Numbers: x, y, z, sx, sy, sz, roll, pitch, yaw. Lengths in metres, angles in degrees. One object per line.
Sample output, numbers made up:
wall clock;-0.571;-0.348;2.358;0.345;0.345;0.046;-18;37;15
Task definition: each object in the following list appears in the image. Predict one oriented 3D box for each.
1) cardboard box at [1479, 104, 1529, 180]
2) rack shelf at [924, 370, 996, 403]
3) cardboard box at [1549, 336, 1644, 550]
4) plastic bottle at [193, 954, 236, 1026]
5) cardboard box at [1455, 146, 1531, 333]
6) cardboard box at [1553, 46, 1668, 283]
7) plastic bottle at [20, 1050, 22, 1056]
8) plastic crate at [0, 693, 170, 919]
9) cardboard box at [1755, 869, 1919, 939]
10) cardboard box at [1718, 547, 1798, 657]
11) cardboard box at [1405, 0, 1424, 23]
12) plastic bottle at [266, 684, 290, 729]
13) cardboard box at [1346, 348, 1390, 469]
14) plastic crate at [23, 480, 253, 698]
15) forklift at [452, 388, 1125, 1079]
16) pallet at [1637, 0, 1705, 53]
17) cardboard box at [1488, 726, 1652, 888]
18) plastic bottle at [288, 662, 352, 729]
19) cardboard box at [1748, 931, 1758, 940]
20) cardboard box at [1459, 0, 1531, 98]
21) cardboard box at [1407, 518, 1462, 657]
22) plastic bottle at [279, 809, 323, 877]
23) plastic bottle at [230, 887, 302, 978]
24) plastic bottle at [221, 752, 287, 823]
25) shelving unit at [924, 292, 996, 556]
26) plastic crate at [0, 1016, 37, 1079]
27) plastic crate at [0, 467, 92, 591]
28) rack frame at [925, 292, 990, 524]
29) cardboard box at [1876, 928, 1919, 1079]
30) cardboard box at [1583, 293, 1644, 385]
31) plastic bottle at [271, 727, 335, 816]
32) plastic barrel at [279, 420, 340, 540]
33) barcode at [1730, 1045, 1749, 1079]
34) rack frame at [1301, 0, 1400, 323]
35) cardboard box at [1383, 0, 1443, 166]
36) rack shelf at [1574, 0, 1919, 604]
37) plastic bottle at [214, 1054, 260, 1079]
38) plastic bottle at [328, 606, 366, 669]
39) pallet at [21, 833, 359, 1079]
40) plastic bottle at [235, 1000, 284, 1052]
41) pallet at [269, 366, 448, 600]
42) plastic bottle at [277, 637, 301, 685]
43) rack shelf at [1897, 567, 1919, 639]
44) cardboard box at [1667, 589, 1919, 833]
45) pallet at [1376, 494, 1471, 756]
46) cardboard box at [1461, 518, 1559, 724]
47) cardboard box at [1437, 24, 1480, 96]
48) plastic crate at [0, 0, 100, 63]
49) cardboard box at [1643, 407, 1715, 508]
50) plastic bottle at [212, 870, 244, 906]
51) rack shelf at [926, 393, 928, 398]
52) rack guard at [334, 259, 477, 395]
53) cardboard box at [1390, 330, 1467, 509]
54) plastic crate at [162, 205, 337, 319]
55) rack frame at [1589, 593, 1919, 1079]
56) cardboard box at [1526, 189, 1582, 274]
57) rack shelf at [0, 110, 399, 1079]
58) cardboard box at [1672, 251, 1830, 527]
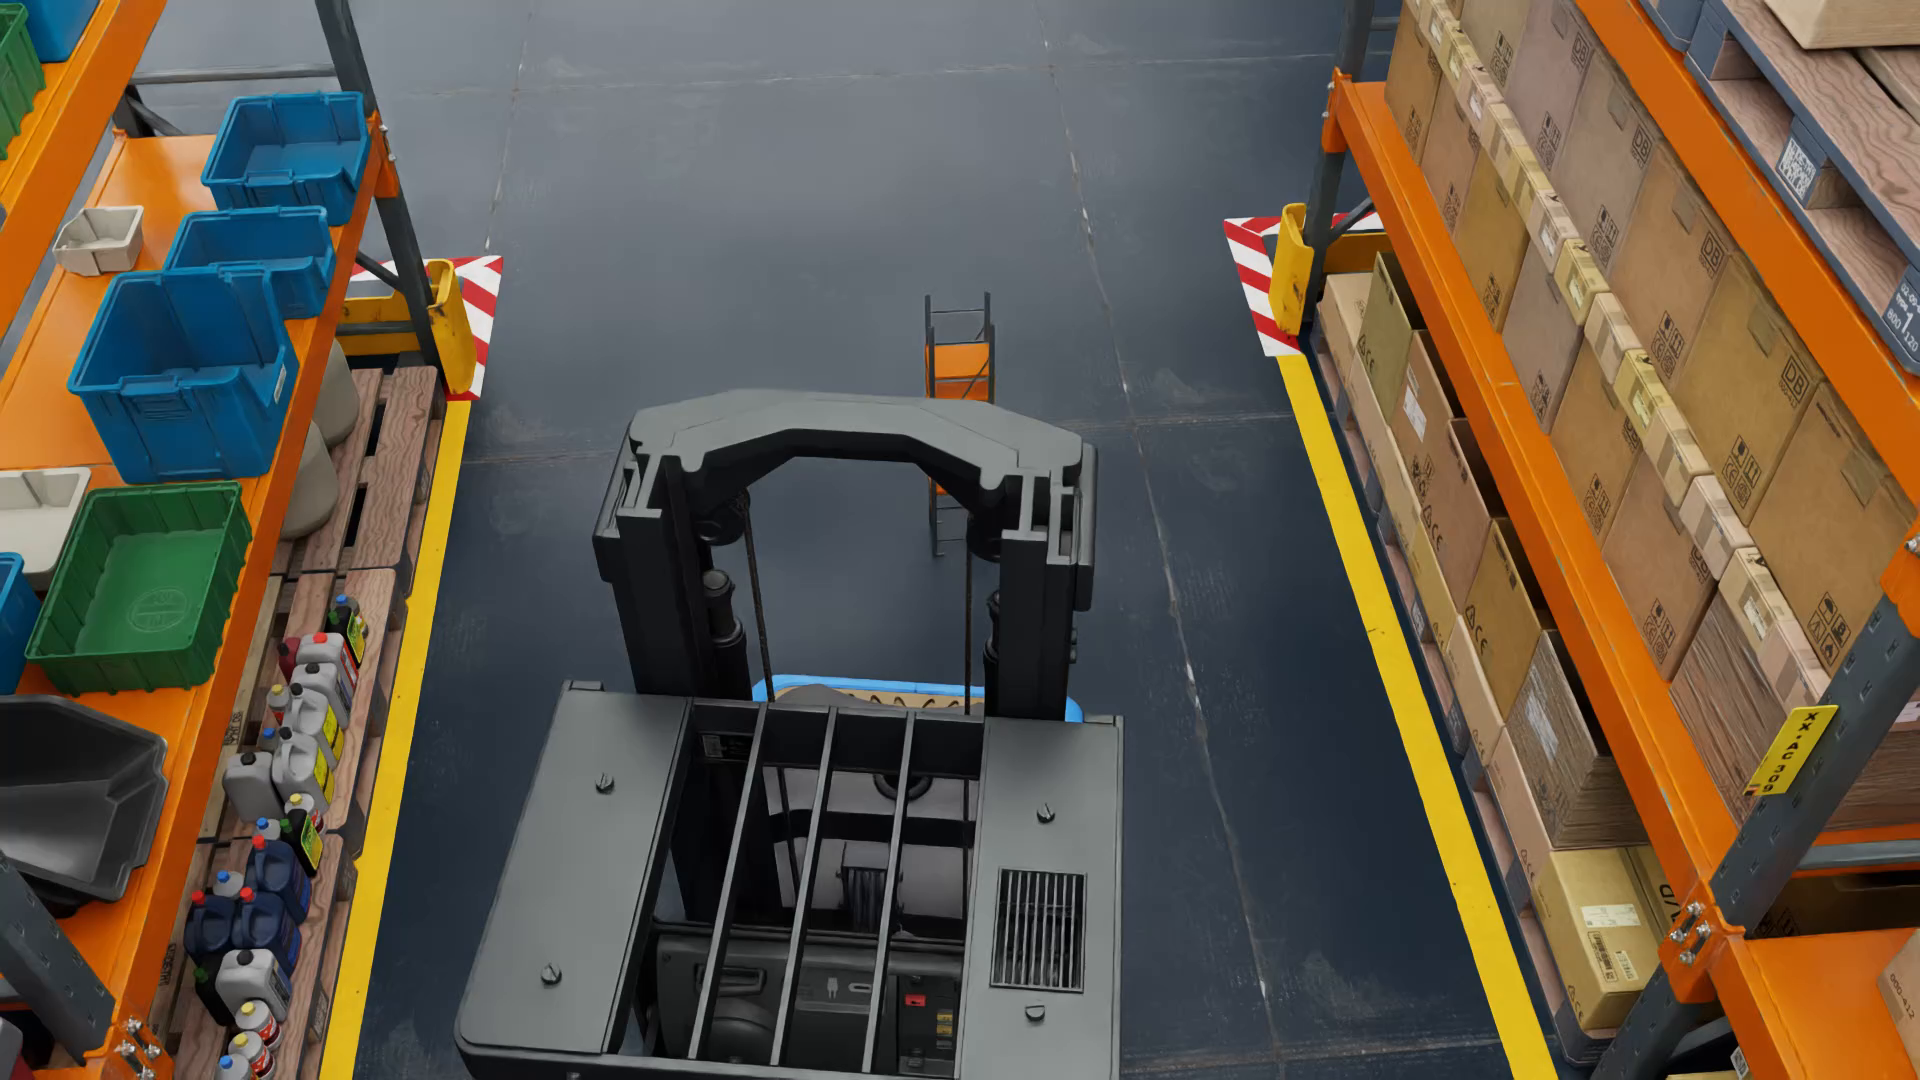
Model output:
cardboard box;1.980;-1.344;5.577;0.380;0.149;0.250;-5;47;-5
rack shelf;-0.001;-0.558;6.319;0.258;0.103;0.180;-3;47;-3
cardboard box;2.276;-0.335;5.069;0.700;0.500;0.500;-3;47;-3
plastic bottle;-2.278;1.363;5.098;0.061;0.283;0.133;-3;47;-3
cardboard box;2.184;-1.086;5.781;0.700;0.500;0.500;-3;47;-3
cardboard box;2.239;-1.126;4.925;0.700;0.500;0.500;-3;47;-3
plastic bottle;-2.897;1.517;4.951;0.061;0.283;0.133;-1;47;-1
plastic crate;-2.445;0.697;4.203;0.767;0.338;0.504;-3;47;-3
cardboard box;2.681;0.953;5.006;0.500;0.500;0.500;-3;47;-3
cardboard box;2.153;0.144;4.169;0.380;0.149;0.250;-4;47;-4
cardboard box;1.892;-2.090;6.285;0.380;0.149;0.250;-4;47;-4
plastic bottle;-2.390;0.587;5.889;0.097;0.201;0.097;0;47;0
cardboard box;1.942;-0.566;6.961;0.500;0.250;0.500;-3;47;-3
plastic crate;-2.360;0.136;4.838;0.450;0.188;0.662;-3;47;-3
forklift;-0.252;1.227;3.705;1.130;2.935;3.031;3;47;3
pallet;2.212;-1.733;4.457;1.003;0.211;1.213;-3;47;-3
cardboard box;2.120;0.881;5.591;0.500;0.250;0.500;-3;47;-3
plastic bottle;-2.267;0.540;5.882;0.152;0.276;0.135;-5;47;-4
cardboard box;2.672;1.211;5.278;0.500;0.250;0.500;-3;47;-3
cardboard box;2.154;-1.853;5.613;0.700;0.500;0.500;-5;47;-4
cardboard box;2.021;0.158;6.275;0.500;0.250;0.500;-3;47;-3
plastic bottle;-2.170;0.977;5.463;0.061;0.283;0.133;-2;47;-2
plastic bottle;-2.182;1.213;5.193;0.144;0.351;0.185;-2;47;-2
plastic bottle;-2.379;0.822;5.615;0.152;0.276;0.135;-3;47;-3
shelving unit;-0.001;-0.423;6.461;0.258;1.200;0.189;-3;47;-3
plastic crate;-2.183;1.372;3.477;0.402;0.464;0.583;-3;47;-3
plastic crate;-2.916;-0.006;5.008;0.530;0.136;0.437;-3;47;-3
rack frame;-0.009;-0.489;6.523;0.240;1.200;0.006;-3;47;-3
cardboard box;2.493;1.169;3.816;0.500;0.250;0.500;-1;47;-1
cardboard box;2.067;-0.596;4.869;0.380;0.149;0.250;-2;47;-2
plastic bottle;-2.233;0.769;5.614;0.144;0.351;0.185;-4;47;-4
plastic barrel;-2.690;-0.286;6.516;0.421;0.512;0.421;0;47;0
barcode;2.015;1.352;4.297;0.001;0.075;0.075;-3;47;-3
rack frame;2.073;-2.130;6.838;1.000;3.000;0.127;-3;47;-3
cardboard box;2.100;-1.826;6.481;0.700;0.500;0.500;-3;47;-3
rack shelf;2.241;-1.467;4.639;1.077;0.370;4.000;-3;47;-3
plastic bottle;-2.118;1.592;4.889;0.097;0.271;0.097;0;47;0
plastic bottle;-2.244;0.337;6.069;0.061;0.283;0.133;-2;47;-2
pallet;-2.543;1.533;5.289;1.003;0.211;1.213;-3;47;-3
plastic bottle;-2.135;1.469;5.054;0.097;0.201;0.097;0;47;0
pallet;-2.747;-0.232;6.961;1.003;0.211;1.213;-3;47;-3
plastic bottle;-2.384;0.444;5.968;0.061;0.283;0.133;-3;47;-3
rack shelf;2.576;1.427;1.899;1.077;0.370;4.000;-3;47;-3
cardboard box;2.365;0.409;4.364;0.700;0.500;0.500;-5;47;-4
pallet;2.278;0.260;6.495;1.003;0.211;1.213;-3;47;-3
cardboard box;2.076;0.261;5.661;0.500;0.500;0.500;-3;47;-3
cardboard box;1.936;-1.719;5.933;0.380;0.149;0.250;-3;47;-3
plastic crate;-2.403;-1.496;4.183;0.392;0.384;0.575;-3;47;-3
cardboard box;2.106;-0.235;4.528;0.380;0.149;0.250;-4;47;-3
plastic bottle;-2.315;1.143;5.315;0.097;0.271;0.097;0;47;0
rack shelf;-0.001;-0.475;6.406;0.258;0.103;0.180;-3;47;-3
rack guard;-2.810;-0.920;7.413;1.175;0.500;0.348;-3;47;-3
cardboard box;1.995;-0.463;6.347;0.500;0.500;0.500;-3;47;-3
plastic crate;-2.474;-0.966;5.838;0.499;0.251;0.408;-3;47;-3
rack frame;2.412;0.764;4.097;0.949;2.616;0.053;-3;47;-3
cardboard box;2.020;-0.978;5.231;0.380;0.149;0.250;-3;47;-3
rack shelf;-2.695;-0.137;5.446;1.077;0.370;4.000;-3;47;-3
cardboard box;2.321;-0.403;4.239;0.700;0.500;0.500;-4;47;-3
